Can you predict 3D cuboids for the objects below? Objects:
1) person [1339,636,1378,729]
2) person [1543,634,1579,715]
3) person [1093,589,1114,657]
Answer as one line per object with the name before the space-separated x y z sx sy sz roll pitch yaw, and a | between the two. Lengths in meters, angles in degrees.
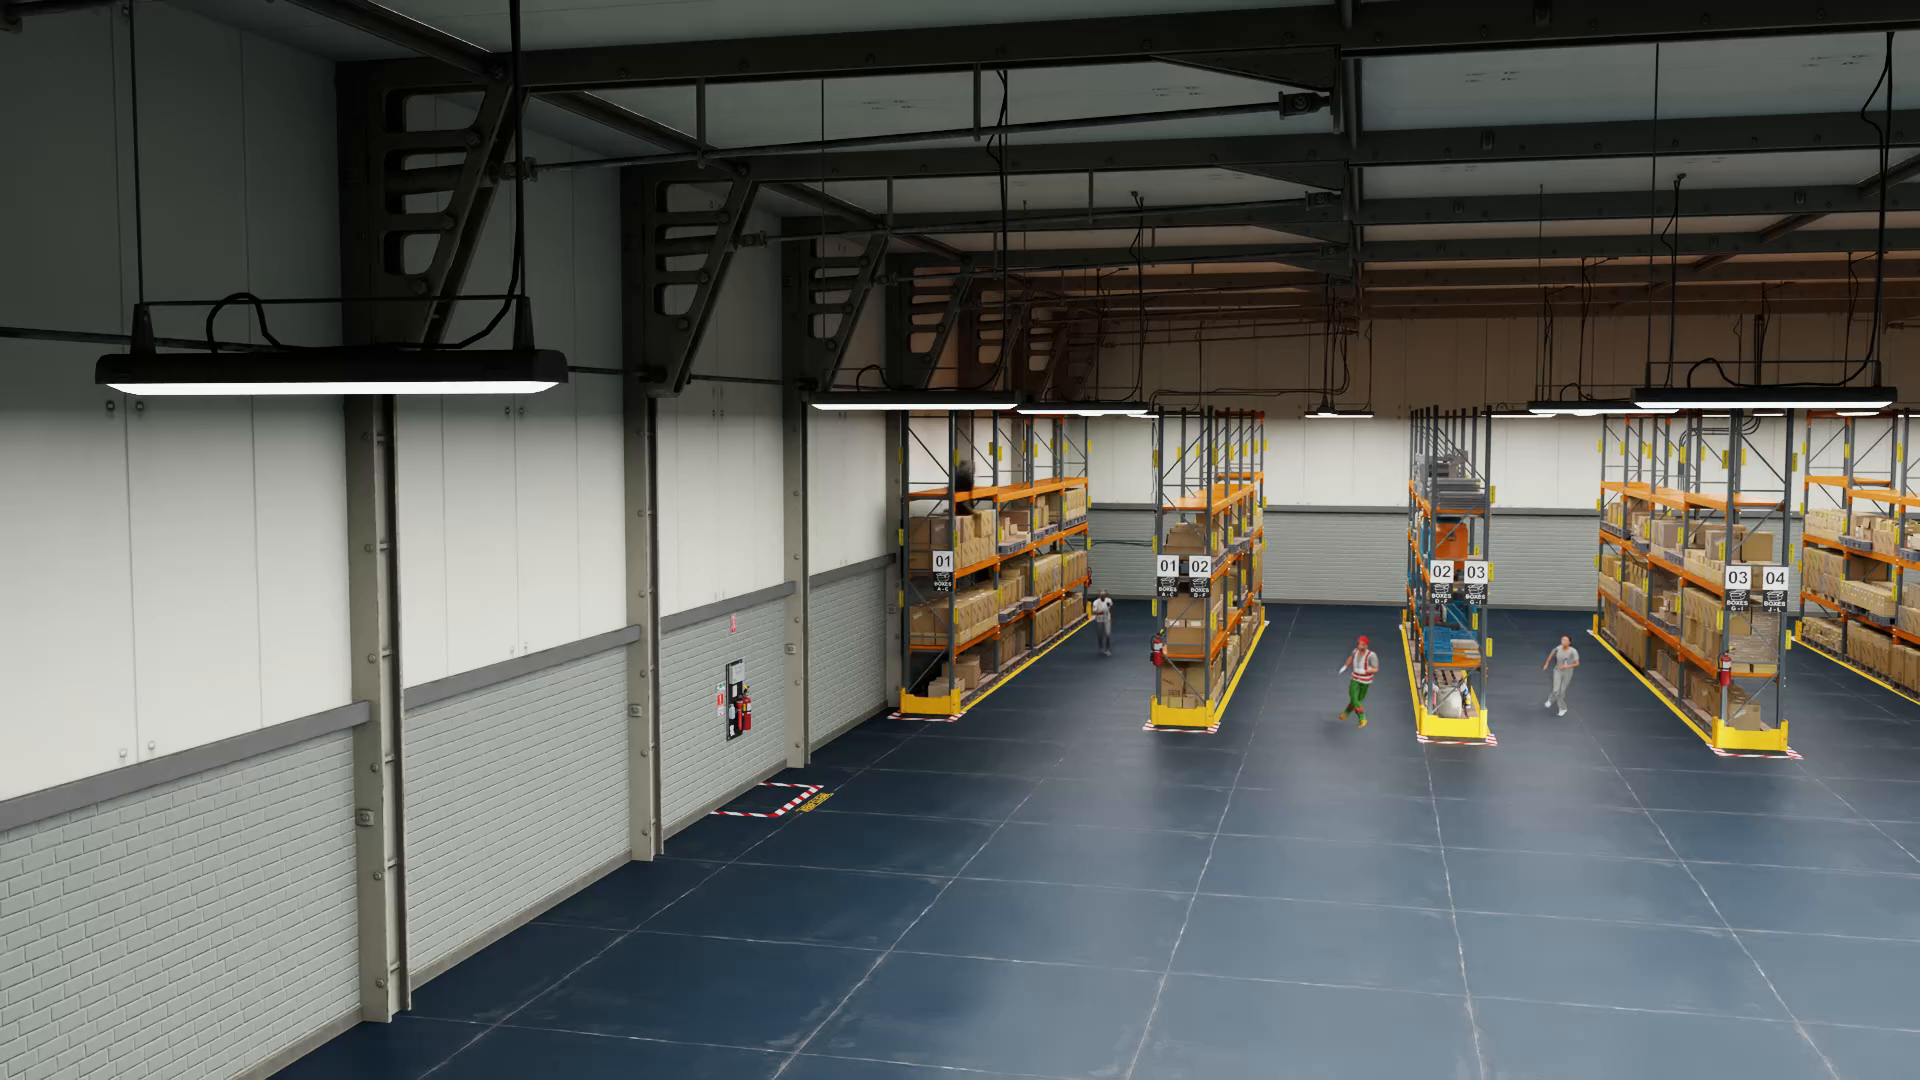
person | 7.481 2.637 31.193 0.787 1.730 0.721 2 5 25
person | 11.769 2.623 32.550 0.674 1.599 0.626 2 5 25
person | 3.490 1.988 40.531 0.510 1.637 0.948 0 4 4
